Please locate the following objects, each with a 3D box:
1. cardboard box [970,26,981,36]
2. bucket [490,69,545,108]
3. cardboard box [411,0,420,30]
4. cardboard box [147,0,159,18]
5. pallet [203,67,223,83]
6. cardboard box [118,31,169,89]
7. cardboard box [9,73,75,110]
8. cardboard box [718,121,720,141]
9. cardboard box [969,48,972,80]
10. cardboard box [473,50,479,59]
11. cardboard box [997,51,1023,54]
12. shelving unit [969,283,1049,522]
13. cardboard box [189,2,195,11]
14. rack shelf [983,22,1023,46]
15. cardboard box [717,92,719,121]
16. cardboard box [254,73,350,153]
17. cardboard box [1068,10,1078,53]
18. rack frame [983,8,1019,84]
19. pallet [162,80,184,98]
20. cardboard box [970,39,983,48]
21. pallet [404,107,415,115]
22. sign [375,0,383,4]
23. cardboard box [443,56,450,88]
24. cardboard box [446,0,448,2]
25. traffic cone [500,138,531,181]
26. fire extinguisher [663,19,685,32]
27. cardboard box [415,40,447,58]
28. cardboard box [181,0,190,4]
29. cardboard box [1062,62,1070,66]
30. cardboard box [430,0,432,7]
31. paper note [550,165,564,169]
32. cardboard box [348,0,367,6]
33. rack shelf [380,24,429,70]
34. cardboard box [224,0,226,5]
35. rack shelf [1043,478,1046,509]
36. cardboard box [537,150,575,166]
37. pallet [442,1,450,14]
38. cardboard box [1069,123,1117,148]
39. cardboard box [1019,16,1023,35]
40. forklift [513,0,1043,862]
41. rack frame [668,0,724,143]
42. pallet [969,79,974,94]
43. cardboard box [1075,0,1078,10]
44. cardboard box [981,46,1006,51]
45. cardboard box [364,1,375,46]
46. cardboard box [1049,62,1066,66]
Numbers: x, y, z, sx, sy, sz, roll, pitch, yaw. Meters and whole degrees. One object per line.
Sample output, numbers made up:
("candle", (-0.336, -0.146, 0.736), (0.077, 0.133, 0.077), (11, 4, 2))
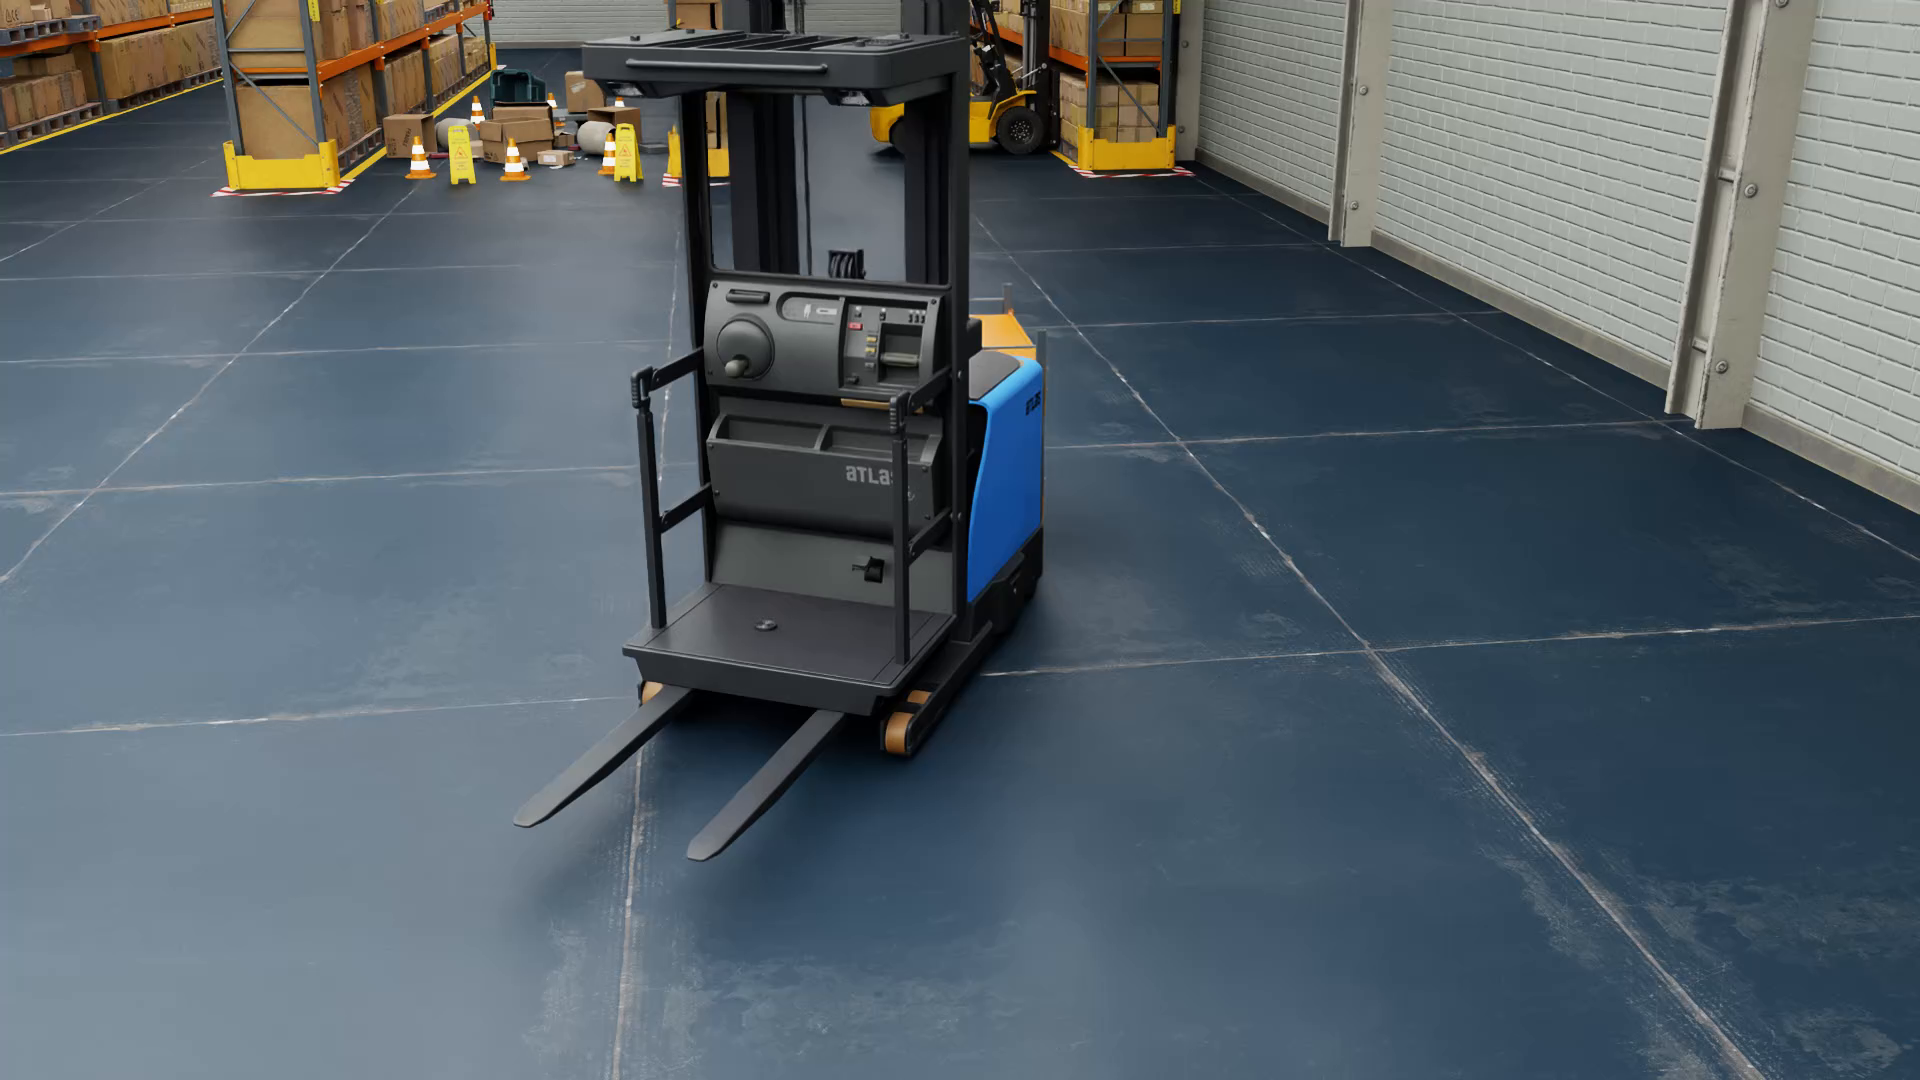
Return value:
("cardboard box", (0.190, -9.415, 30.756), (0.380, 0.149, 0.250), (-4, 21, -10))
("bucket", (-6.024, -6.112, 22.801), (0.726, 0.611, 0.620), (4, 11, 11))
("cardboard box", (-8.500, -7.981, 25.155), (0.500, 0.500, 0.500), (-3, 21, -8))
("cardboard box", (-13.998, -9.146, 28.275), (0.500, 0.500, 0.500), (-2, 21, -6))
("pallet", (-14.612, -8.804, 31.485), (1.003, 0.211, 1.213), (-3, 21, -8))
("cardboard box", (-14.159, -8.091, 28.028), (1.225, 0.875, 0.875), (-4, 21, -10))
("cardboard box", (-13.615, -6.647, 24.670), (0.700, 0.500, 0.500), (-5, 21, -12))
("cardboard box", (-2.864, -5.332, 21.534), (0.500, 0.250, 0.500), (-2, 21, -4))
("cardboard box", (0.387, -8.481, 29.609), (0.500, 0.500, 0.500), (-4, 21, -10))
("cardboard box", (-9.446, -9.310, 31.904), (0.380, 0.149, 0.250), (-3, 21, -7))
("cardboard box", (0.970, -7.654, 27.215), (0.875, 0.625, 0.625), (-2, 21, -6))
("shelving unit", (0.079, -0.597, 8.206), (0.538, 1.125, 1.048), (-2, 21, -7))
("cardboard box", (-14.267, -9.783, 30.480), (0.380, 0.149, 0.250), (-3, 21, -9))
("rack shelf", (1.182, -7.756, 25.724), (1.077, 0.370, 4.000), (-3, 21, -8))
("cardboard box", (-2.791, -5.507, 20.930), (0.500, 0.500, 0.500), (-4, 21, -10))
("cardboard box", (-8.040, -5.217, 20.334), (0.875, 0.875, 0.875), (-3, 21, -9))
("cardboard box", (1.651, -6.400, 20.922), (0.500, 0.500, 0.500), (-2, 21, -6))
("rack frame", (0.894, -8.786, 27.453), (1.000, 3.000, 0.127), (-3, 21, -8))
("pallet", (-14.215, -7.850, 28.931), (1.003, 0.211, 1.213), (-3, 21, -8))
("cardboard box", (0.356, -8.914, 29.841), (0.380, 0.149, 0.250), (-2, 21, -6))
("pallet", (-8.690, -6.245, 24.635), (1.003, 0.211, 1.213), (-3, 21, -8))
("sign", (-7.776, -7.336, 22.220), (0.100, 0.325, 0.005), (-3, 21, -8))
("cardboard box", (-8.905, -7.884, 28.012), (0.500, 0.500, 0.500), (-3, 21, -9))
("cardboard box", (-9.187, -9.496, 29.113), (0.380, 0.149, 0.250), (-3, 21, -7))
("traffic cone", (-5.252, -4.486, 19.566), (0.336, 0.463, 0.334), (-3, 21, -8))
("fire extinguisher", (-3.304, -5.665, 19.208), (0.296, 0.674, 0.183), (-3, 21, -8))
("cardboard box", (-8.893, -8.225, 27.852), (0.500, 0.250, 0.500), (-3, 21, -7))
("cardboard box", (-14.276, -9.837, 30.055), (0.500, 0.250, 0.500), (-3, 21, -8))
("cardboard box", (1.733, -6.617, 23.547), (0.500, 0.250, 0.500), (-3, 21, -7))
("cardboard box", (-8.925, -8.865, 27.424), (0.380, 0.149, 0.250), (-2, 21, -6))
("paper note", (-4.970, -4.600, 20.490), (0.148, 0.019, 0.142), (-11, 23, -26))
("cardboard box", (-8.111, -7.127, 21.253), (0.875, 0.550, 0.550), (-3, 21, -8))
("rack shelf", (-8.613, -7.220, 24.289), (1.077, 0.370, 4.000), (-3, 21, -8))
("cardboard box", (-14.600, -10.580, 32.615), (0.380, 0.149, 0.250), (-3, 21, -7))
("rack shelf", (0.079, -0.367, 8.291), (0.538, 0.278, 1.000), (-2, 21, -7))
("cardboard box", (-5.052, -4.781, 20.803), (0.380, 0.149, 0.250), (8, 22, 20))
("pallet", (-9.512, -9.273, 29.030), (1.003, 0.211, 1.213), (-3, 21, -8))
("cardboard box", (1.667, -5.071, 20.837), (0.500, 0.250, 0.500), (-3, 21, -7))
("cardboard box", (1.139, -7.492, 24.203), (0.500, 0.250, 0.500), (-2, 21, -7))
("forklift", (-0.588, -0.739, 6.005), (1.130, 2.935, 3.031), (7, 22, 18))
("rack frame", (-2.864, -5.764, 19.363), (1.000, 3.000, 0.127), (-3, 21, -8))
("pallet", (0.651, -8.161, 29.766), (1.003, 0.211, 1.213), (-3, 21, -8))
("cardboard box", (1.652, -6.739, 20.902), (0.380, 0.149, 0.250), (-3, 21, -8))
("cardboard box", (0.572, -8.274, 28.127), (0.380, 0.149, 0.250), (-4, 21, -10))
("cardboard box", (-8.260, -6.808, 21.942), (0.875, 0.550, 0.550), (-3, 21, -8))
("cardboard box", (1.230, -6.595, 23.486), (0.500, 0.250, 0.500), (-3, 21, -9))
